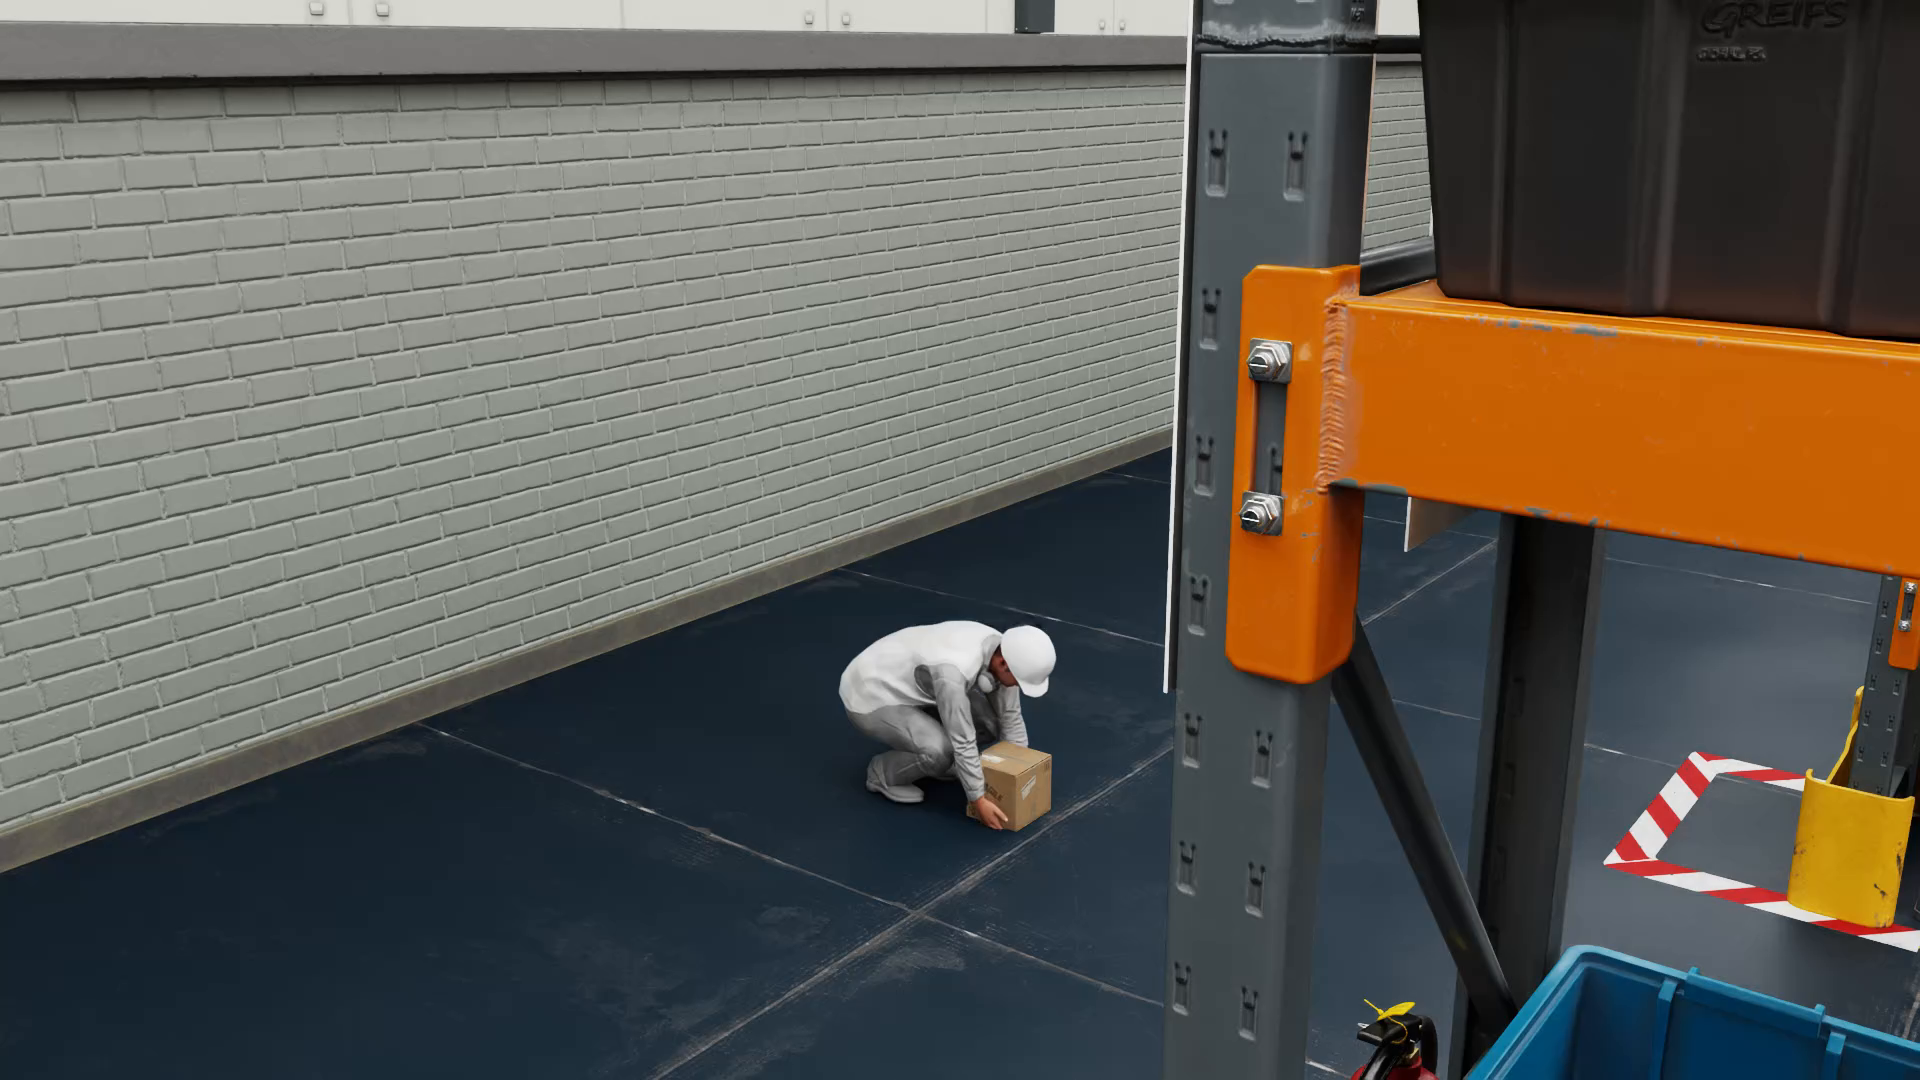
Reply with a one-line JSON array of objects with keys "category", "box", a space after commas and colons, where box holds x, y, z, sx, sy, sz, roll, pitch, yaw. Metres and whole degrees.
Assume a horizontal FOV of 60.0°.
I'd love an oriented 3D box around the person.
[{"category": "person", "box": [-0.042, 0.710, 6.891, 0.945, 0.862, 0.528, 12, 20, 35]}]
